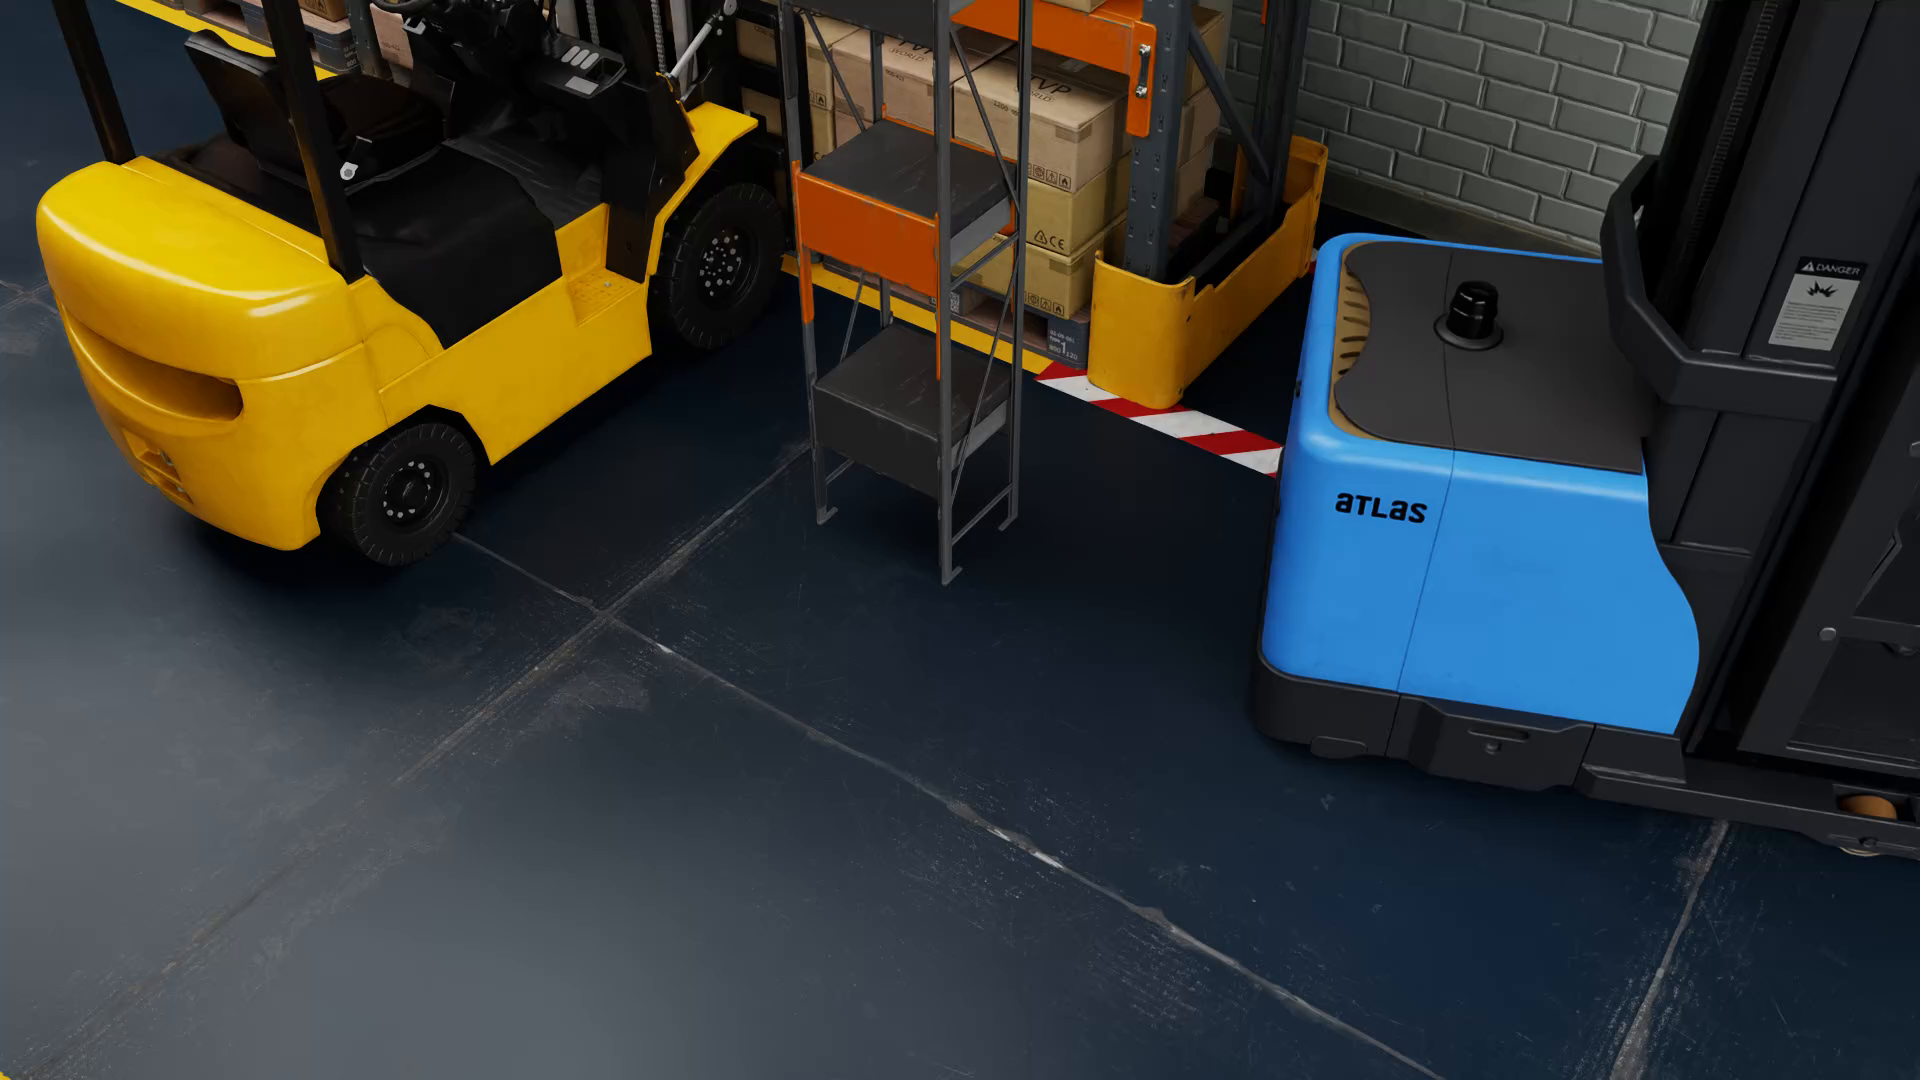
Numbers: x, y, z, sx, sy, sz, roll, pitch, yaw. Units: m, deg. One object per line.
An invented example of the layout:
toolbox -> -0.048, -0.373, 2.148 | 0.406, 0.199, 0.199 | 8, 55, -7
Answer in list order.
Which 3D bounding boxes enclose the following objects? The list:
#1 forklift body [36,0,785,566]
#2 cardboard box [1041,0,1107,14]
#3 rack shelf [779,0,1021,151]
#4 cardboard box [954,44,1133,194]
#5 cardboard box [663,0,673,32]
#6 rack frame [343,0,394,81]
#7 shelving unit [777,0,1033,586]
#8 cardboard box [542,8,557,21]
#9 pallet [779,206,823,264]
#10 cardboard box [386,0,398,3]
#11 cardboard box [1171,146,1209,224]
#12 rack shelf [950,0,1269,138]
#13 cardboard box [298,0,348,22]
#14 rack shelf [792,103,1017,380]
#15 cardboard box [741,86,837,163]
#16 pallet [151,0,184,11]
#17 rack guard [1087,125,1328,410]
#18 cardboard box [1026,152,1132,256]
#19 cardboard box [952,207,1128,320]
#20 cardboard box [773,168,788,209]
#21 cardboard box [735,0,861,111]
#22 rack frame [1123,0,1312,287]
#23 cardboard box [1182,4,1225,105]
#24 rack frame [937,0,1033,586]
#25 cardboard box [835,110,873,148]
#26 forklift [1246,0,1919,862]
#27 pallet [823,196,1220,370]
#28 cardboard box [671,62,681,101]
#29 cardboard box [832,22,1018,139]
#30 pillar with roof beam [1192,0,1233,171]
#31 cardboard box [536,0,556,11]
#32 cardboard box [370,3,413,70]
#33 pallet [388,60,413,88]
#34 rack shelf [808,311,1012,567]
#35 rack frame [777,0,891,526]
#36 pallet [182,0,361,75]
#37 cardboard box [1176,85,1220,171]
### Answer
forklift body -> -1.719, -1.359, 5.155 | 1.214, 2.155, 2.313 | 25, 48, 25
cardboard box -> 0.328, -2.027, 5.191 | 0.500, 0.500, 0.500 | 24, 47, 24
rack shelf -> -0.135, -1.357, 4.163 | 0.480, 0.518, 0.431 | 25, 48, 25
cardboard box -> 0.325, -1.455, 5.624 | 0.500, 0.250, 0.500 | 27, 48, 27
cardboard box -> -0.926, -2.034, 6.270 | 0.500, 0.250, 0.500 | 24, 47, 25
rack frame -> -2.394, -3.476, 6.886 | 0.127, 3.000, 1.000 | 25, 48, 25
shelving unit -> -0.136, -0.846, 4.621 | 0.503, 2.100, 0.431 | 25, 48, 25
cardboard box -> -1.356, -2.050, 6.664 | 0.500, 0.250, 0.500 | 25, 47, 25
pallet -> -0.764, -1.643, 6.928 | 1.213, 0.211, 1.003 | 25, 48, 25
cardboard box -> -2.175, -2.441, 7.101 | 0.500, 0.250, 0.500 | 25, 47, 25
cardboard box -> 0.591, -1.372, 6.280 | 0.500, 0.250, 0.500 | 25, 48, 25
rack shelf -> -0.756, -2.443, 6.270 | 4.000, 0.370, 1.077 | 25, 48, 25
cardboard box -> -2.827, -2.942, 7.754 | 0.625, 0.625, 0.875 | 27, 48, 27
rack shelf -> -0.136, -0.836, 4.630 | 0.480, 0.518, 0.431 | 25, 48, 25
cardboard box -> -0.536, -1.663, 6.231 | 0.500, 0.250, 0.500 | 24, 47, 24
pallet -> -4.022, -3.165, 8.629 | 1.213, 0.211, 1.003 | 25, 48, 25
rack guard -> 0.901, -1.004, 5.997 | 0.348, 0.500, 1.175 | 25, 48, 25
cardboard box -> 0.303, -1.279, 5.802 | 0.500, 0.250, 0.500 | 24, 47, 25
cardboard box -> 0.315, -1.084, 5.959 | 0.500, 0.250, 0.500 | 25, 48, 26
cardboard box -> -0.491, -1.476, 6.397 | 0.500, 0.250, 0.500 | 26, 48, 26
cardboard box -> -0.515, -1.835, 6.049 | 0.500, 0.250, 0.500 | 26, 48, 26
rack frame -> 0.881, -1.945, 5.174 | 0.127, 3.000, 1.000 | 25, 48, 25
cardboard box -> 0.596, -1.737, 5.939 | 0.500, 0.250, 0.500 | 24, 47, 25
rack frame -> 0.064, -0.752, 4.516 | 0.015, 2.100, 0.400 | 25, 48, 25
cardboard box -> -0.101, -1.477, 6.023 | 0.500, 0.250, 0.500 | 25, 47, 25
forklift -> 2.367, -0.632, 3.759 | 3.031, 2.935, 1.130 | 8, 42, 9
pallet -> 0.231, -1.176, 6.406 | 1.213, 0.211, 1.003 | 25, 48, 25
cardboard box -> -0.944, -1.856, 6.447 | 0.500, 0.250, 0.500 | 25, 47, 25
cardboard box -> -0.096, -1.648, 5.839 | 0.500, 0.250, 0.500 | 26, 48, 26
pillar with roof beam -> -1.643, -2.589, 1.395 | 0.400, 9.000, 9.100 | 25, 48, 25
cardboard box -> -1.351, -2.239, 6.500 | 0.500, 0.250, 0.500 | 27, 48, 27
cardboard box -> -2.188, -2.242, 7.254 | 0.500, 0.250, 0.500 | 26, 48, 26
pallet -> -1.767, -2.110, 7.450 | 1.213, 0.211, 1.003 | 25, 48, 25
rack shelf -> -0.136, -0.314, 5.097 | 0.480, 0.518, 0.431 | 25, 48, 25
rack frame -> -0.335, -0.939, 4.725 | 0.015, 2.100, 0.400 | 25, 48, 25
pallet -> -3.019, -2.698, 8.107 | 1.213, 0.211, 1.003 | 25, 48, 25
cardboard box -> 0.616, -1.556, 6.112 | 0.500, 0.250, 0.500 | 26, 48, 26
